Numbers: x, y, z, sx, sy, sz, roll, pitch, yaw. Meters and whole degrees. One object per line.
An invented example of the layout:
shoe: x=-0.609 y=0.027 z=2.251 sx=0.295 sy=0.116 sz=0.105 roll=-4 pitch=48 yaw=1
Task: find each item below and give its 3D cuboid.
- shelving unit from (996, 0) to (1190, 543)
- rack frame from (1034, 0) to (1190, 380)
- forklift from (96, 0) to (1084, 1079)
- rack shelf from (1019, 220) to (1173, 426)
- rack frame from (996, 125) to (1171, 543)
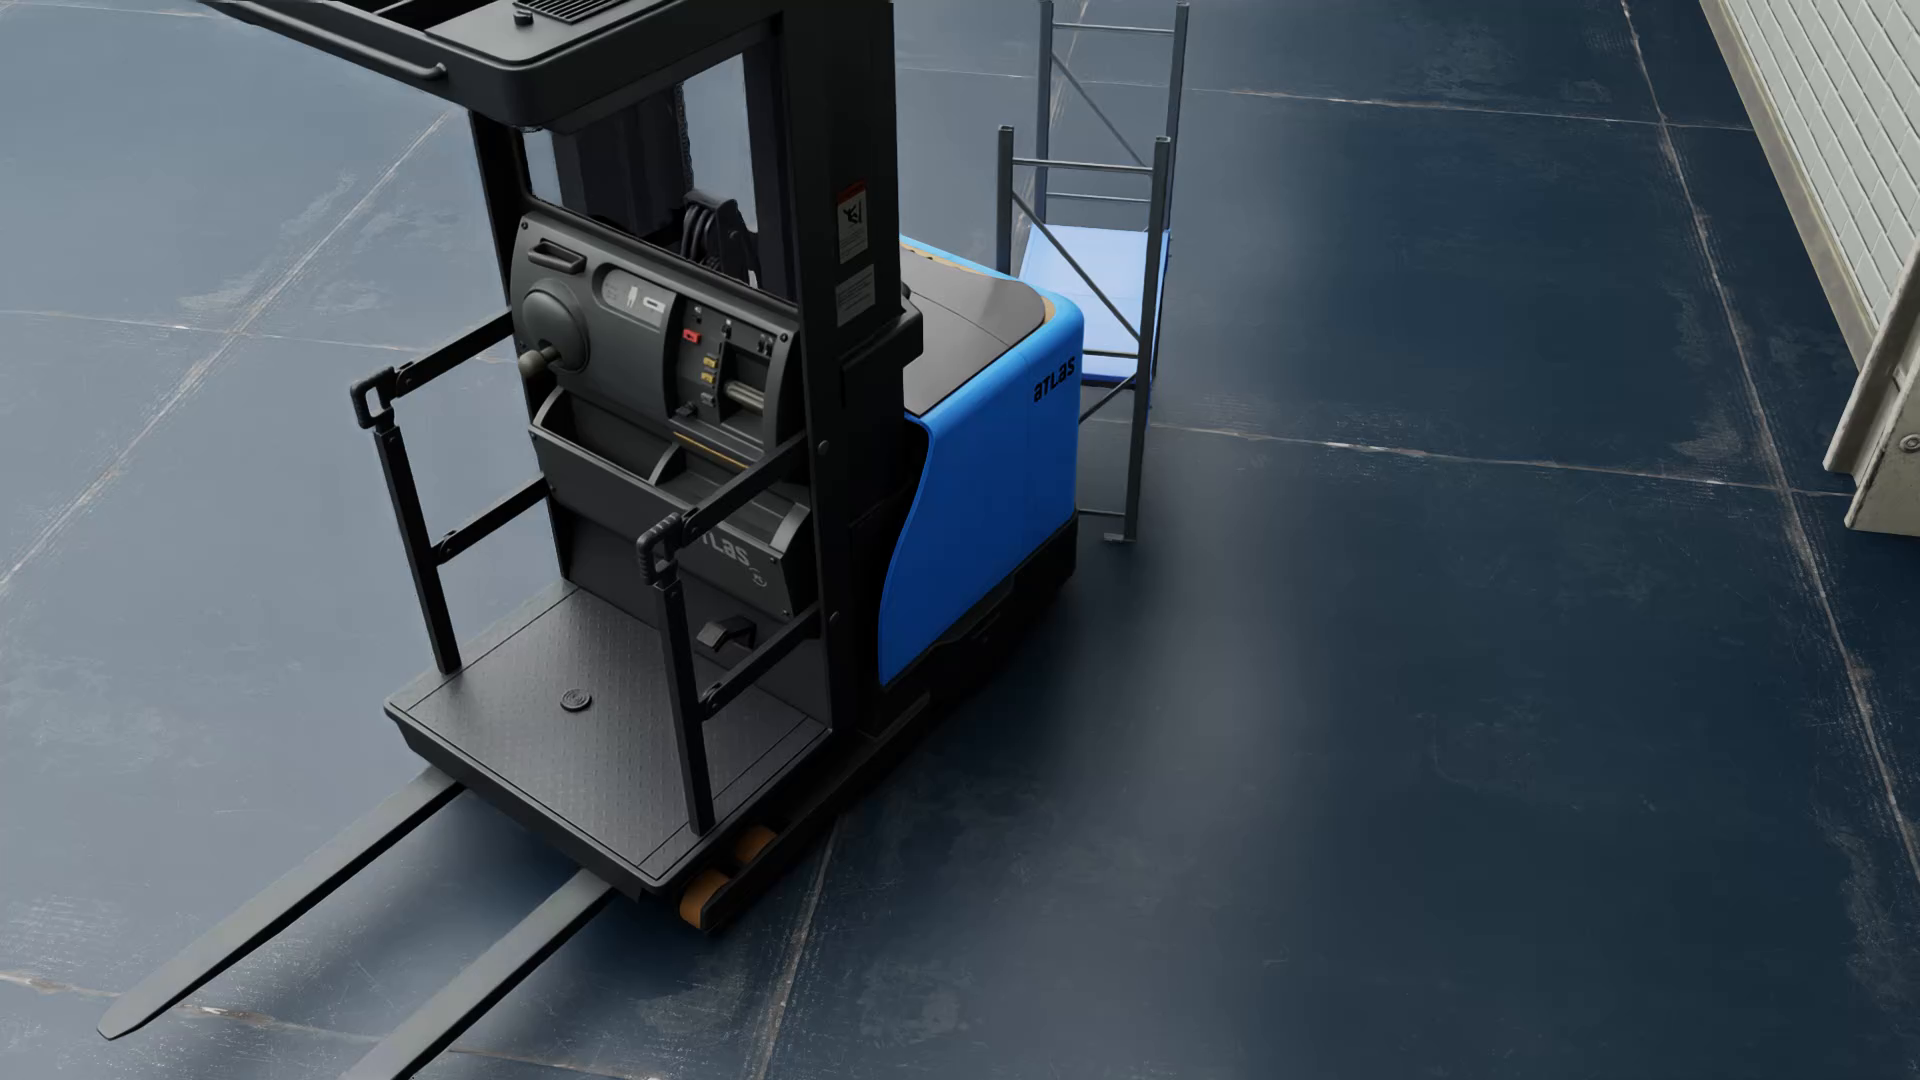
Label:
shelving unit: x=0.440 y=-0.921 z=5.687 sx=0.538 sy=1.500 sz=1.048 roll=6 pitch=40 yaw=7
rack frame: x=0.521 y=-1.241 z=6.074 sx=0.500 sy=1.500 sz=0.032 roll=6 pitch=40 yaw=7
forklift: x=-0.900 y=-0.434 z=3.975 sx=1.130 sy=2.935 sz=3.031 roll=25 pitch=46 yaw=27
rack shelf: x=0.440 y=-0.783 z=5.802 sx=0.538 sy=0.185 sz=1.000 roll=6 pitch=40 yaw=7
rack frame: x=0.360 y=-0.601 z=5.300 sx=0.500 sy=1.500 sz=0.032 roll=6 pitch=40 yaw=7
